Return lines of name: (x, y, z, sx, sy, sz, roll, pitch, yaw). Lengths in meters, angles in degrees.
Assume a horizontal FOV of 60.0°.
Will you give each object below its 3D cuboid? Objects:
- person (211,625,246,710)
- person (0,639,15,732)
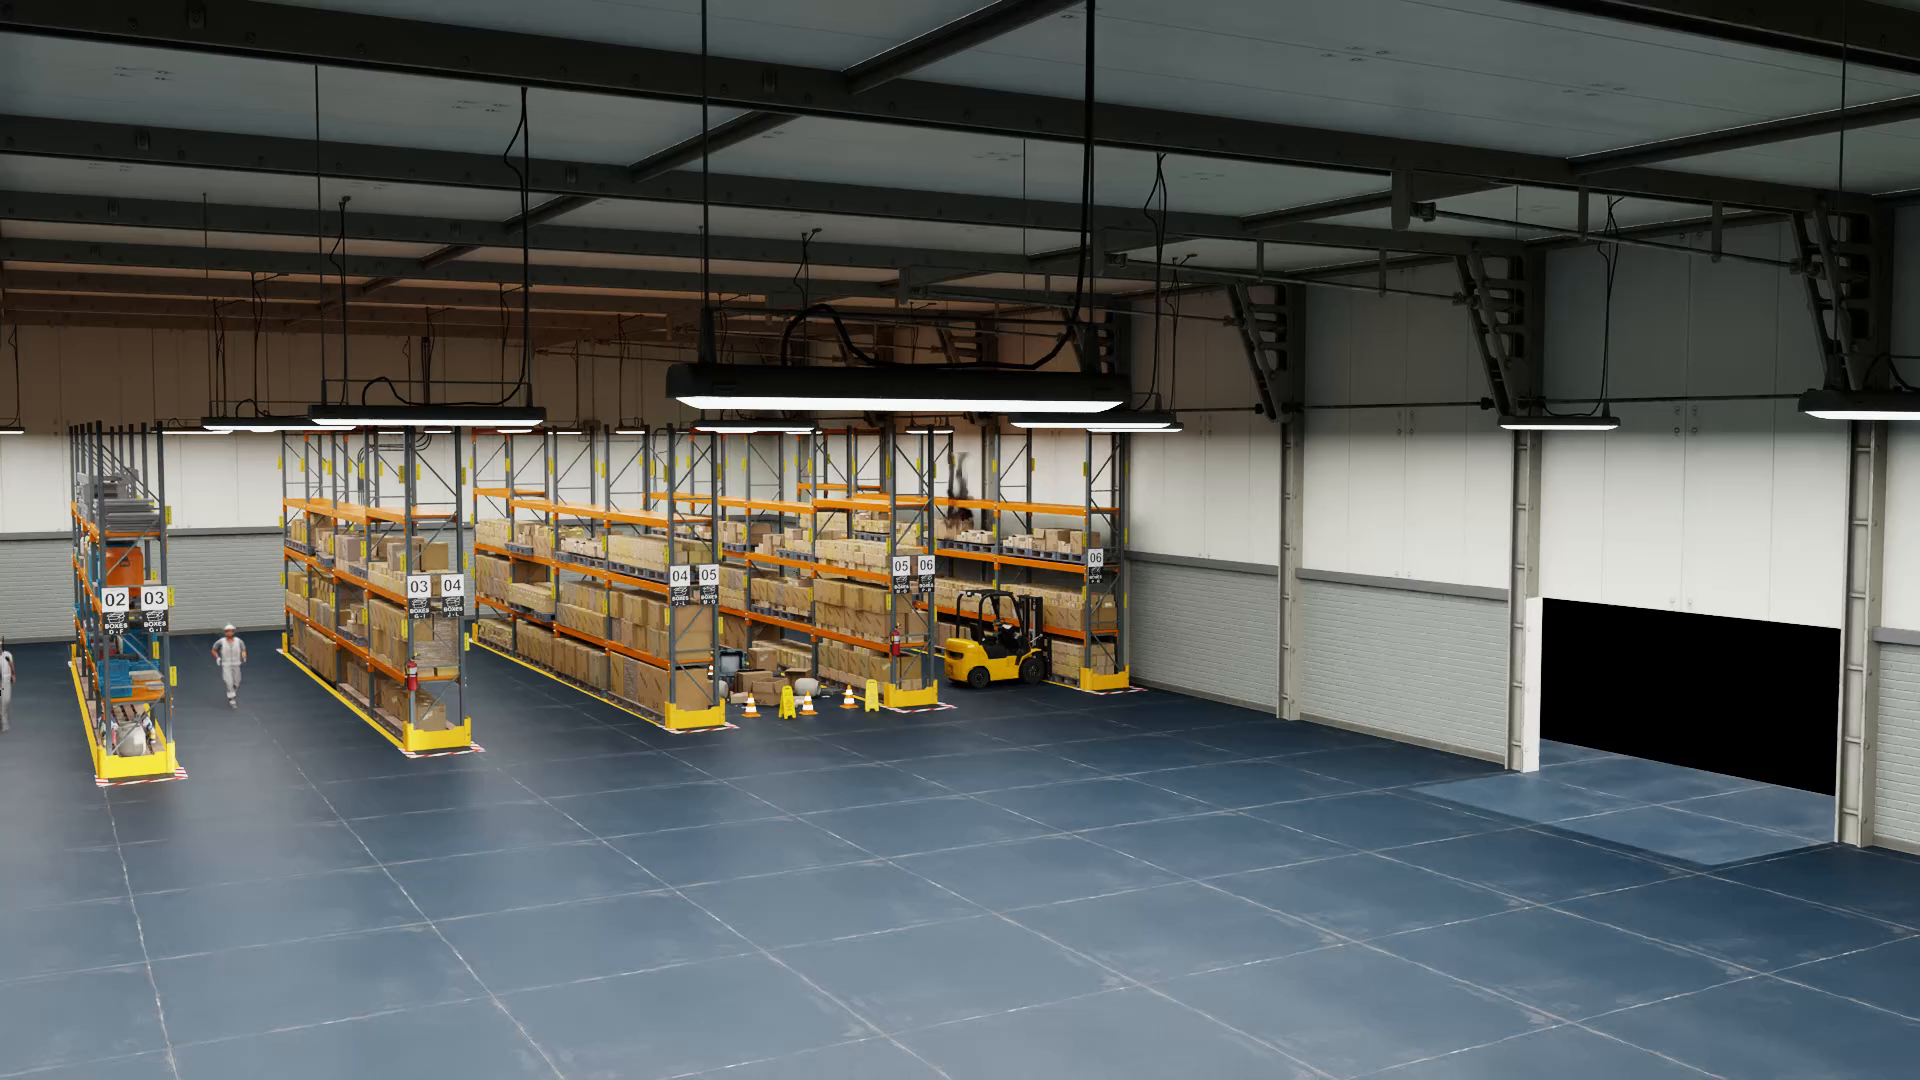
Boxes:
person: (-15.455, 2.676, 35.194, 0.656, 1.774, 0.845, -2, 4, -34)
person: (-18.798, 2.809, 32.480, 0.650, 1.790, 0.959, -3, 5, -41)
